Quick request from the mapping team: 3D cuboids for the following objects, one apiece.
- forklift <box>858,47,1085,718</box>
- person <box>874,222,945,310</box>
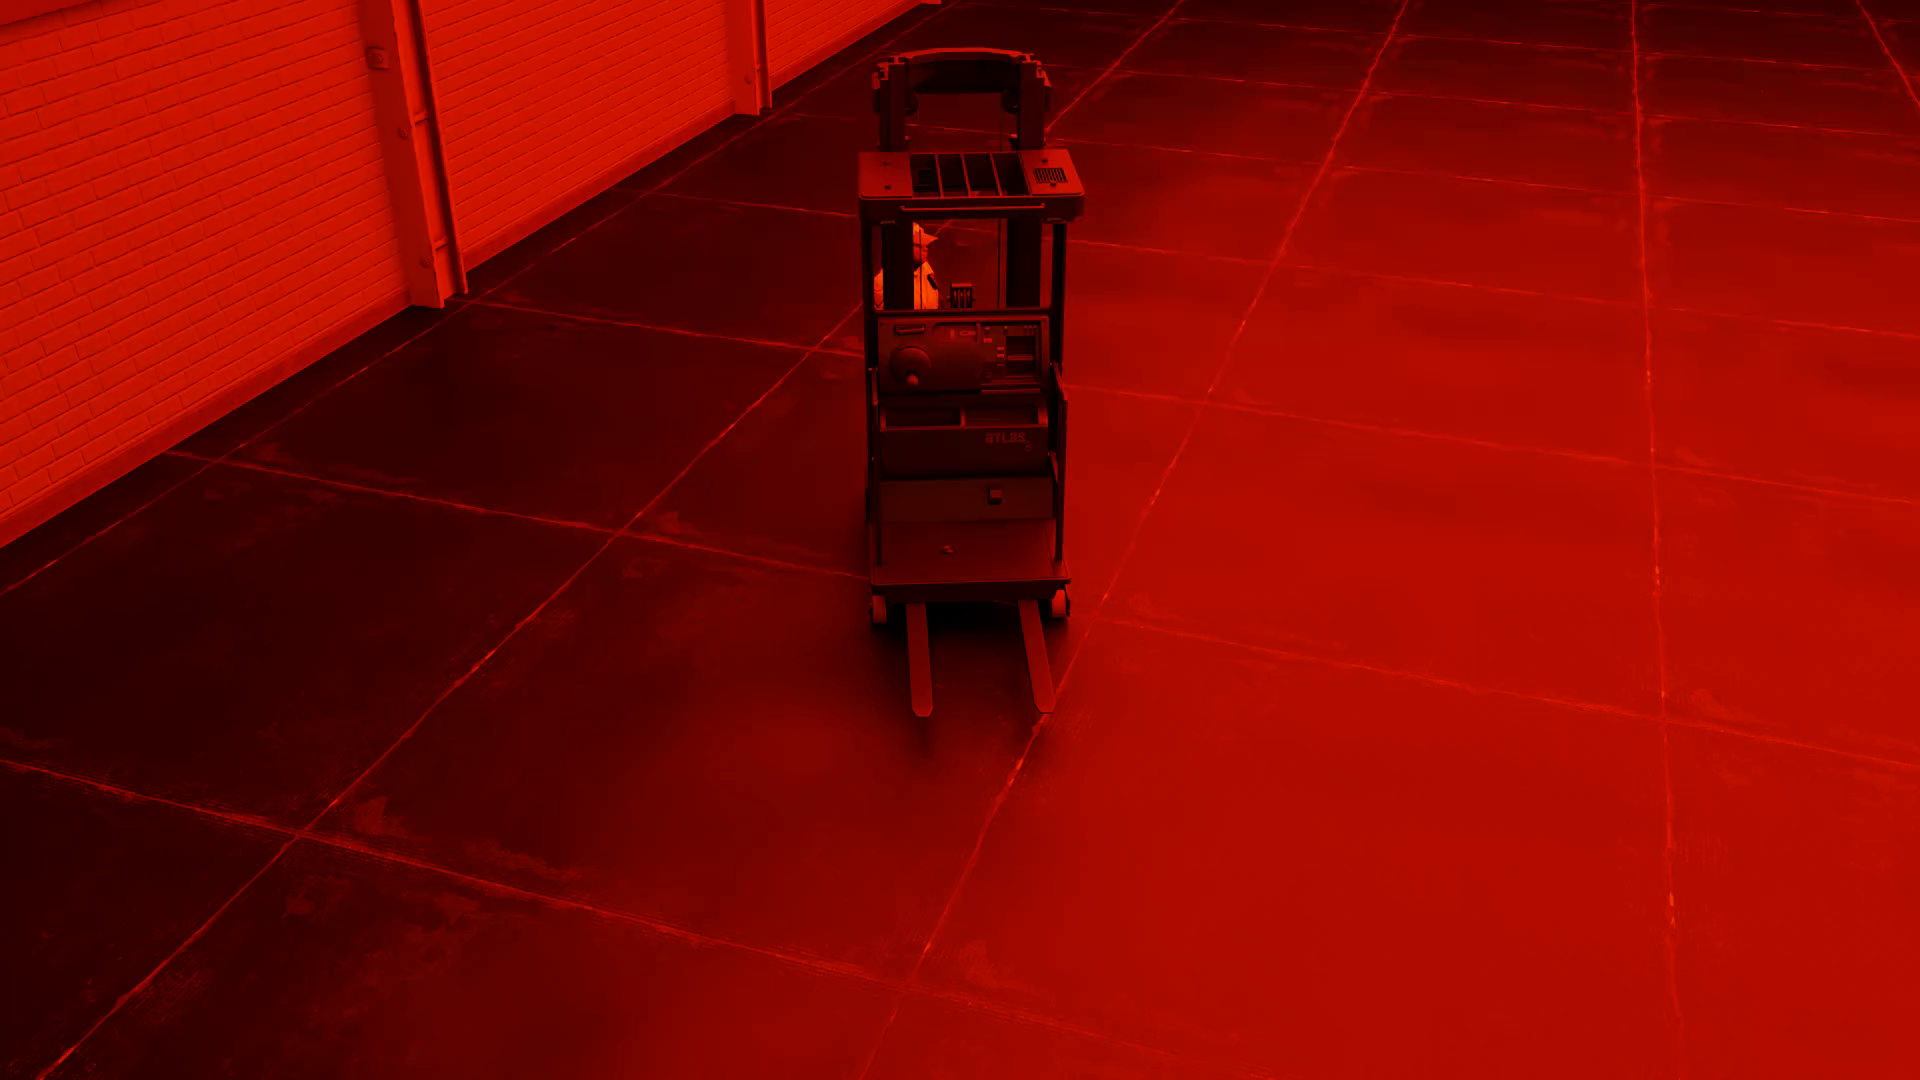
[{"bbox_3d":[0.035,-0.972,8.842,1.130,2.935,3.031,-2,30,-3],"label":"forklift"},{"bbox_3d":[-0.250,-1.139,10.396,0.525,1.671,0.599,22,36,34],"label":"person"}]
